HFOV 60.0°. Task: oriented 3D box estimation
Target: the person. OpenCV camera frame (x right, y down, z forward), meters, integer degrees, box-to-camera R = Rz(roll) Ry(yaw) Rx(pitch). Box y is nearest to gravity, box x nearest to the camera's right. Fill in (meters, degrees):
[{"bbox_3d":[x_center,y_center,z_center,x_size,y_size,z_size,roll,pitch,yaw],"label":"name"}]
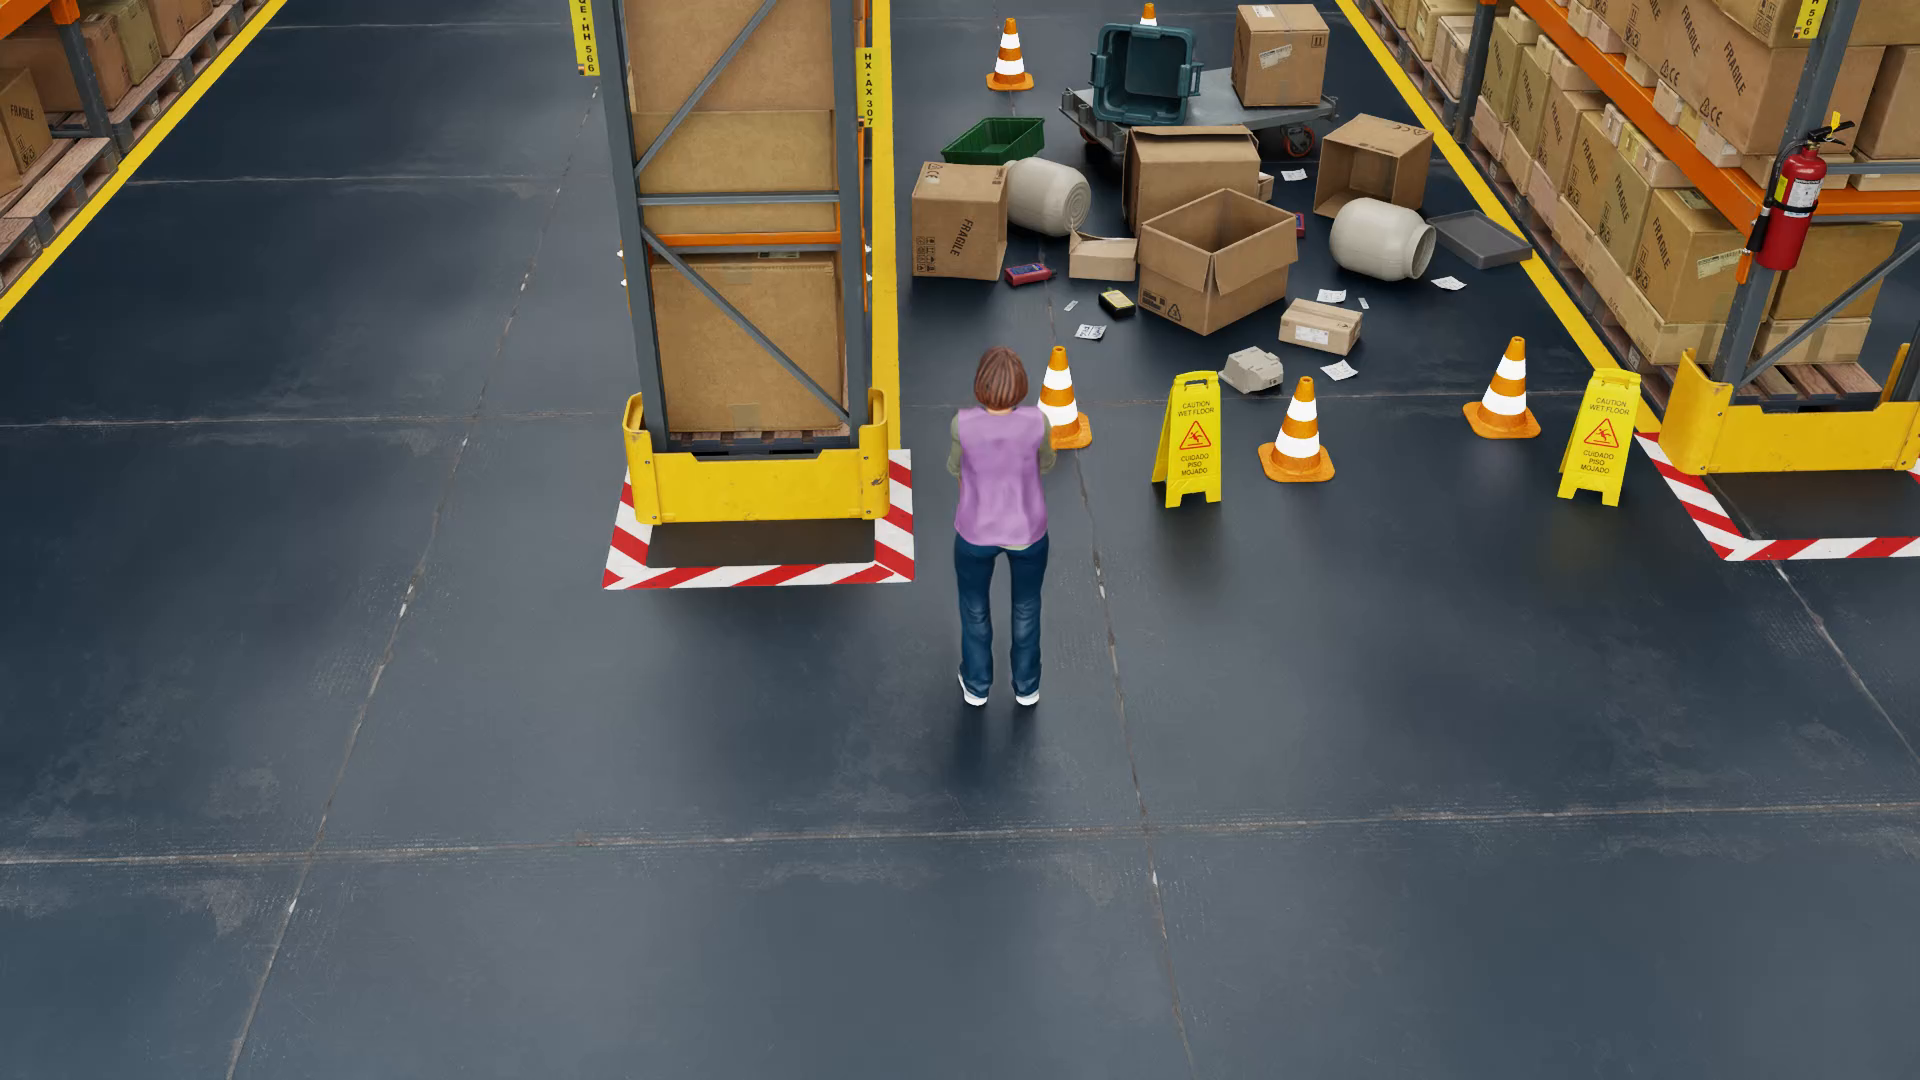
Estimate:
[{"bbox_3d":[0.152,-0.086,6.283,0.405,1.589,0.489,-1,36,-1],"label":"person"}]
